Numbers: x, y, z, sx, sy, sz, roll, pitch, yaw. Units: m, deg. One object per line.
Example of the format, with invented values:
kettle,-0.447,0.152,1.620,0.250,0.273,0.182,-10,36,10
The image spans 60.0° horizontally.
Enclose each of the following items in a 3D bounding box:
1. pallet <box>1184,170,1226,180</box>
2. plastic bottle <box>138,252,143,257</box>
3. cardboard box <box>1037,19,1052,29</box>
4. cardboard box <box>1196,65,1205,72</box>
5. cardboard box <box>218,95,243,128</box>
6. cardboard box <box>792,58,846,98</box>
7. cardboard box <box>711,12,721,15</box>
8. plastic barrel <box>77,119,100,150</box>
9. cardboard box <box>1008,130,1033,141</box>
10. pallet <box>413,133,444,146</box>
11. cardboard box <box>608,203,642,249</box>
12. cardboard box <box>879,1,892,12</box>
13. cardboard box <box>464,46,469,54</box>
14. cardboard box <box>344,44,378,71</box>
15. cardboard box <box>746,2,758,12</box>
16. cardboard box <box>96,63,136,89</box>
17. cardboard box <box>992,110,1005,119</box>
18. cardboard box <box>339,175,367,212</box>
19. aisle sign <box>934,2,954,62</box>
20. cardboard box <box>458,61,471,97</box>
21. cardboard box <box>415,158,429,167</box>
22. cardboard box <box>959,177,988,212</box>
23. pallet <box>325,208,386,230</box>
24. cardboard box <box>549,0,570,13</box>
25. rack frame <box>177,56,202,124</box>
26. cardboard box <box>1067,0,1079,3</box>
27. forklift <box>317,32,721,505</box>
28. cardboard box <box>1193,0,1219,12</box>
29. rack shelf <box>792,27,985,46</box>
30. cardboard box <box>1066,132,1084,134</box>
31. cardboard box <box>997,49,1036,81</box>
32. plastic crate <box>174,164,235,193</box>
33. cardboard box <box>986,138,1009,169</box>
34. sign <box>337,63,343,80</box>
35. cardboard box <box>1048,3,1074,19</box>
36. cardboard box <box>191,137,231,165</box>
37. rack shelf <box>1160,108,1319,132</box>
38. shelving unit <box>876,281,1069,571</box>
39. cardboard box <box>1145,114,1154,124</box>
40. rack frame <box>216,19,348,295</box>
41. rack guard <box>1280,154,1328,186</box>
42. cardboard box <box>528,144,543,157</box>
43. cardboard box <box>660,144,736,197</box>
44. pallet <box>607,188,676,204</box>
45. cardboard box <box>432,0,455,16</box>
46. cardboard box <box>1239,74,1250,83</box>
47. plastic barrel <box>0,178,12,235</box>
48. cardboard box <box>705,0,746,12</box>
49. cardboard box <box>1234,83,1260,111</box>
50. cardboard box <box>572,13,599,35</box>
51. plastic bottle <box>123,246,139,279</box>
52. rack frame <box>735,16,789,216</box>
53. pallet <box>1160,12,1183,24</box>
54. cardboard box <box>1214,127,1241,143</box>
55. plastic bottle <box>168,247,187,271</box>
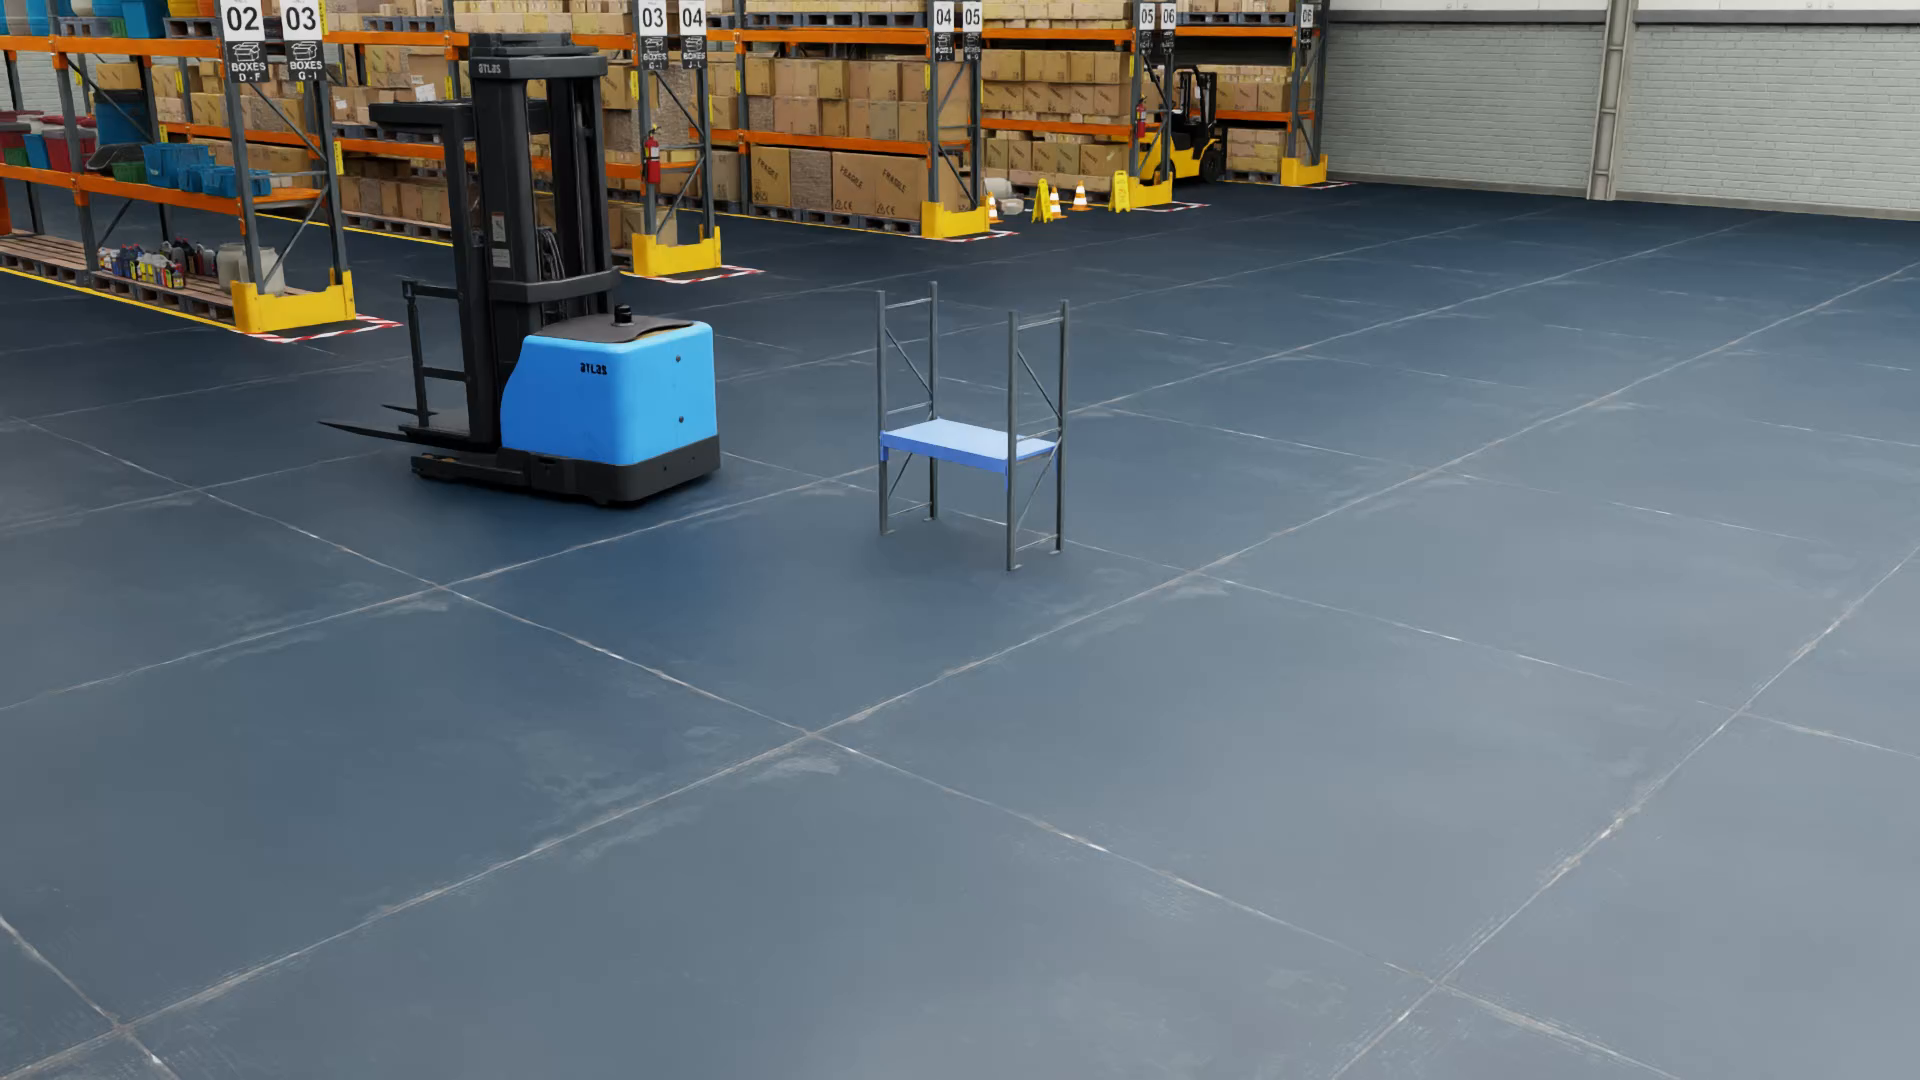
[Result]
pallet,4.918,-7.194,32.429,1.213,0.211,1.003,15,23,39
plastic bottle,-9.206,-3.102,18.710,0.097,0.271,0.097,0,18,0
cardboard box,1.503,-8.626,27.791,0.250,0.149,0.380,15,23,39
cardboard box,4.690,-9.017,31.837,0.250,0.149,0.380,15,23,39
cardboard box,-11.490,-6.875,26.649,0.500,0.500,0.500,14,23,38
cardboard box,-2.013,-6.953,25.030,0.550,0.550,0.875,15,23,39
cardboard box,-4.707,-10.539,32.930,0.396,0.266,0.258,-16,24,-41
plastic barrel,-10.293,-4.757,19.917,0.433,0.535,0.433,0,18,0
cardboard box,1.047,-6.995,28.732,0.250,0.149,0.380,17,24,42
pallet,-6.911,-5.666,23.323,1.213,0.211,1.003,15,23,39
cardboard box,-4.370,-4.018,21.251,0.500,0.500,0.500,-11,21,-31
cardboard box,-0.930,-7.520,23.444,0.250,0.149,0.380,15,23,40
cardboard box,-9.227,-9.091,31.488,0.500,0.500,0.500,16,23,41
cardboard box,-11.883,-9.598,33.086,0.500,0.500,0.500,15,23,39
cardboard box,-3.021,-8.081,25.212,0.250,0.149,0.380,15,23,38
cardboard box,-14.857,-8.150,29.350,0.500,0.500,0.500,14,23,38
cardboard box,0.769,-7.414,28.931,0.250,0.149,0.380,16,24,41
cardboard box,-8.913,-5.262,25.139,0.500,0.500,0.700,14,22,36
aisle sign,-0.222,-7.027,22.996,0.004,0.787,0.394,15,23,39
cardboard box,-6.268,-6.089,22.029,0.500,0.500,0.500,15,23,39
cardboard box,-10.345,-7.330,32.268,0.250,0.149,0.380,15,23,39
cardboard box,0.140,-5.600,26.925,0.637,0.503,0.797,0,18,2
pallet,-8.844,-4.888,25.164,1.213,0.211,1.003,15,23,39
cardboard box,-4.827,-6.564,20.466,0.250,0.149,0.380,14,22,37
rack frame,-12.419,-7.177,27.768,0.127,3.000,1.000,15,23,39
cardboard box,1.981,-8.922,27.404,0.250,0.149,0.380,15,23,39
forklift,-3.191,-1.921,11.318,3.031,2.935,1.130,9,20,27
cardboard box,4.821,-10.249,31.457,0.637,0.503,0.797,16,24,41
rack shelf,-1.354,-9.301,30.692,4.000,0.370,1.077,15,23,39
cardboard box,2.461,-8.265,34.427,0.625,0.625,0.875,15,23,39
cardboard box,1.053,-8.127,28.451,0.500,0.500,0.700,14,23,38
plastic crate,-7.786,-3.741,17.186,0.408,0.251,0.499,15,23,39
cardboard box,0.813,-6.776,29.114,0.500,0.500,0.500,16,24,41
sign,-12.403,-9.372,33.253,0.005,0.325,0.100,15,23,39
cardboard box,1.806,-8.756,27.540,0.500,0.250,0.500,16,24,41
cardboard box,-11.927,-6.241,27.635,0.875,0.875,1.225,15,23,39
rack shelf,4.930,-8.192,32.156,4.000,0.370,1.077,15,23,39
shelving unit,0.064,-0.698,9.831,1.048,1.500,0.538,15,23,39
cardboard box,3.017,-7.005,27.641,0.250,0.149,0.380,15,23,39
rack frame,-6.731,-3.647,16.645,0.127,3.000,1.000,15,23,39
rack guard,6.444,-6.937,31.145,0.348,0.500,1.175,15,23,39
cardboard box,-5.344,-5.042,21.455,0.250,0.149,0.380,15,23,39
cardboard box,-4.311,-6.099,27.397,0.750,0.750,1.050,15,23,39
pallet,-5.520,-5.971,28.579,1.213,0.211,1.003,15,23,39
cardboard box,-6.721,-7.367,22.542,0.637,0.503,0.797,14,22,37
cardboard box,5.439,-8.660,31.201,0.250,0.149,0.380,15,23,39
plastic barrel,-13.092,-4.514,22.268,0.708,0.830,0.600,15,23,39
cardboard box,-3.702,-8.384,26.002,0.500,0.250,0.500,15,23,40
cardboard box,5.502,-8.327,31.226,0.500,0.500,0.500,16,24,41
cardboard box,-4.348,-6.265,20.183,0.500,0.250,0.500,15,23,40
plastic bottle,-9.254,-3.104,18.584,0.185,0.351,0.144,14,22,37
rack frame,-3.068,-6.673,26.179,0.127,3.000,1.000,15,23,39
pallet,4.089,-10.159,32.351,1.213,0.211,1.003,15,23,39
cardboard box,5.105,-7.722,31.683,0.500,0.250,0.500,15,23,40
plastic bottle,-8.986,-3.221,19.076,0.135,0.276,0.152,15,23,39
